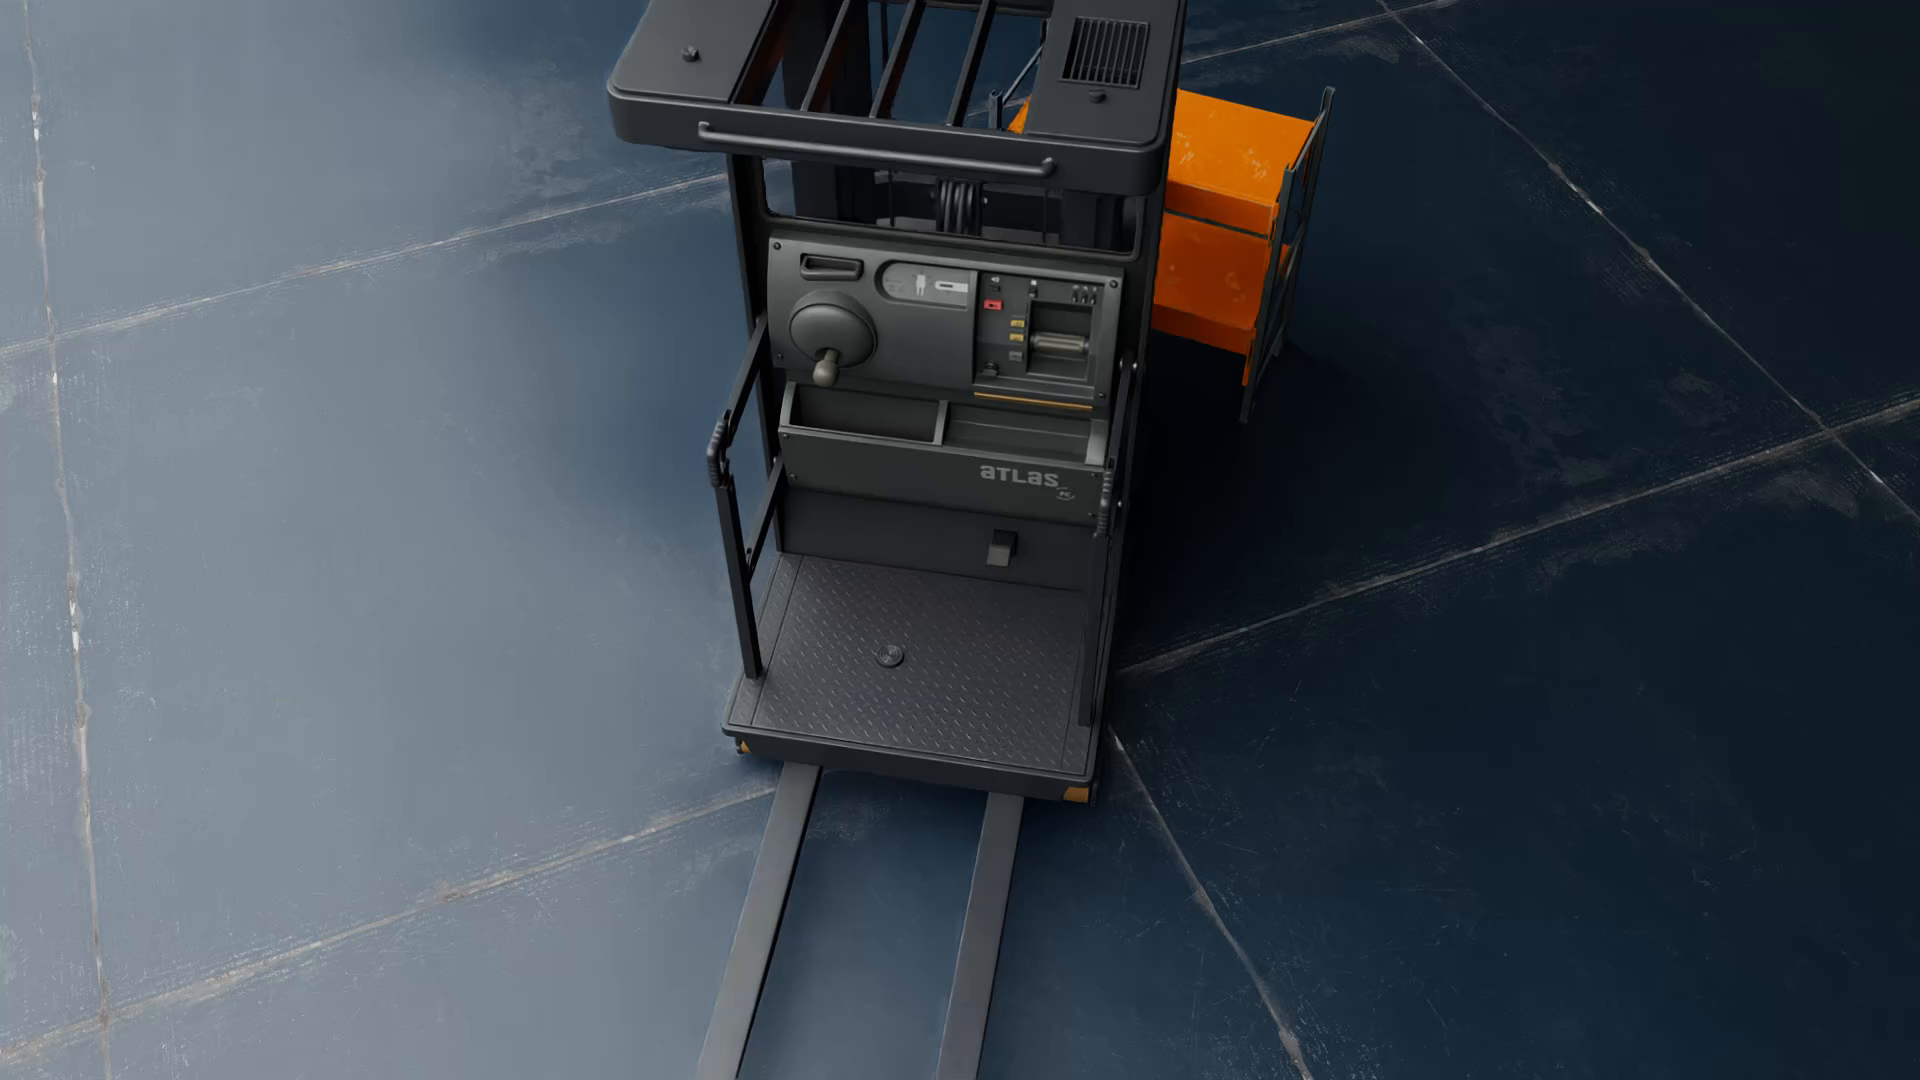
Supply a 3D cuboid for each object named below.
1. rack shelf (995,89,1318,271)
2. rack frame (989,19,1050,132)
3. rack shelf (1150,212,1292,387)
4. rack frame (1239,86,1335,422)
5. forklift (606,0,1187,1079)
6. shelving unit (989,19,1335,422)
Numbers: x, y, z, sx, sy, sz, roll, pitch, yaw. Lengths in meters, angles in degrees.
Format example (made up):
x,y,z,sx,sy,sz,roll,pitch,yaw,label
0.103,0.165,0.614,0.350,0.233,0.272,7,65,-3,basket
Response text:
x,y,z,sx,sy,sz,roll,pitch,yaw,label
0.678,-1.323,5.759,1.000,0.278,0.538,18,52,15,rack shelf
0.212,-1.287,6.114,0.032,1.125,0.500,18,52,15,rack frame
0.678,-0.973,6.166,1.000,0.278,0.538,18,52,15,rack shelf
1.143,-0.977,5.847,0.032,1.125,0.500,18,52,15,rack frame
-0.081,-0.463,4.216,1.130,2.935,3.031,8,50,6,forklift
0.678,-1.132,5.981,1.048,1.125,0.538,18,52,15,shelving unit
